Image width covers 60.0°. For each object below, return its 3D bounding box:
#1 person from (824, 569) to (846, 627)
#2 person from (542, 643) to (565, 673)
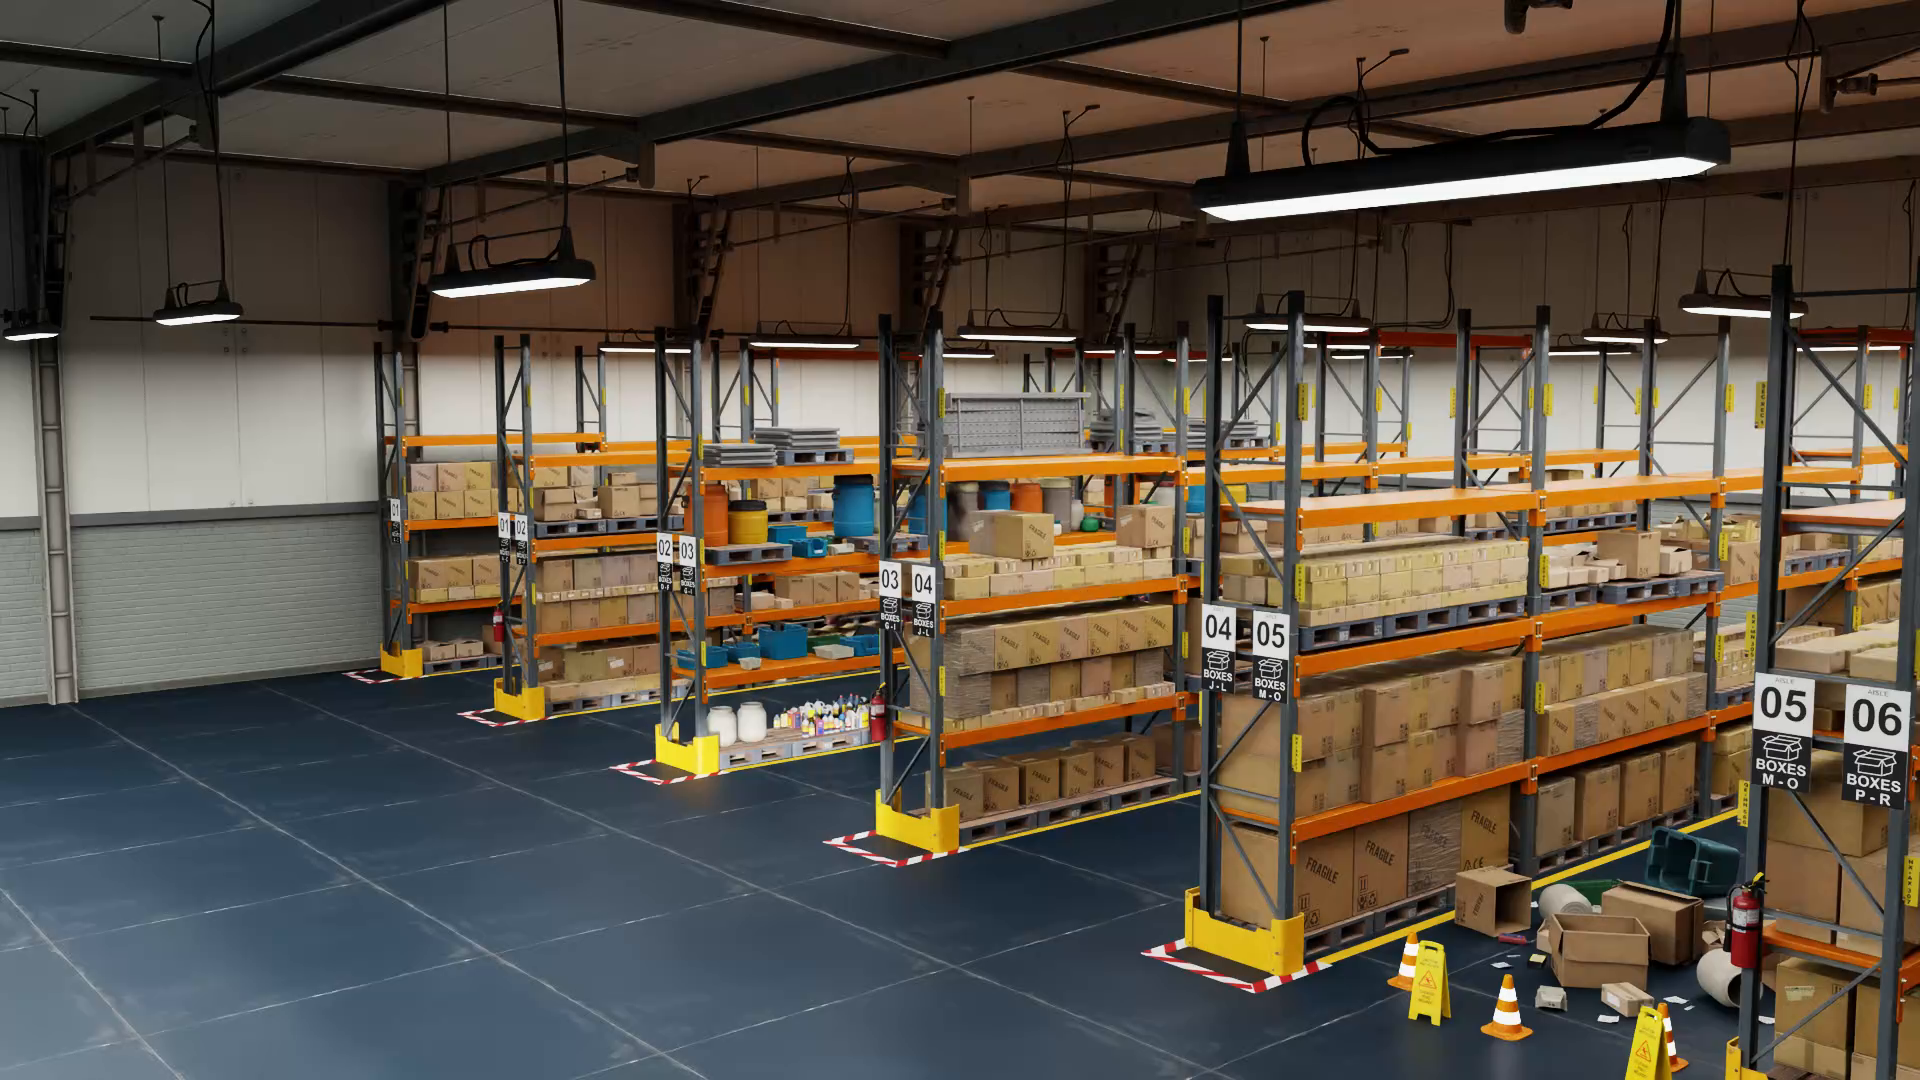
[{"bbox_3d":[-2.549,1.374,32.692,1.041,1.618,0.407,-4,7,-39],"label":"person"},{"bbox_3d":[-7.166,1.643,29.088,0.711,1.763,0.634,-3,6,-31],"label":"person"}]
